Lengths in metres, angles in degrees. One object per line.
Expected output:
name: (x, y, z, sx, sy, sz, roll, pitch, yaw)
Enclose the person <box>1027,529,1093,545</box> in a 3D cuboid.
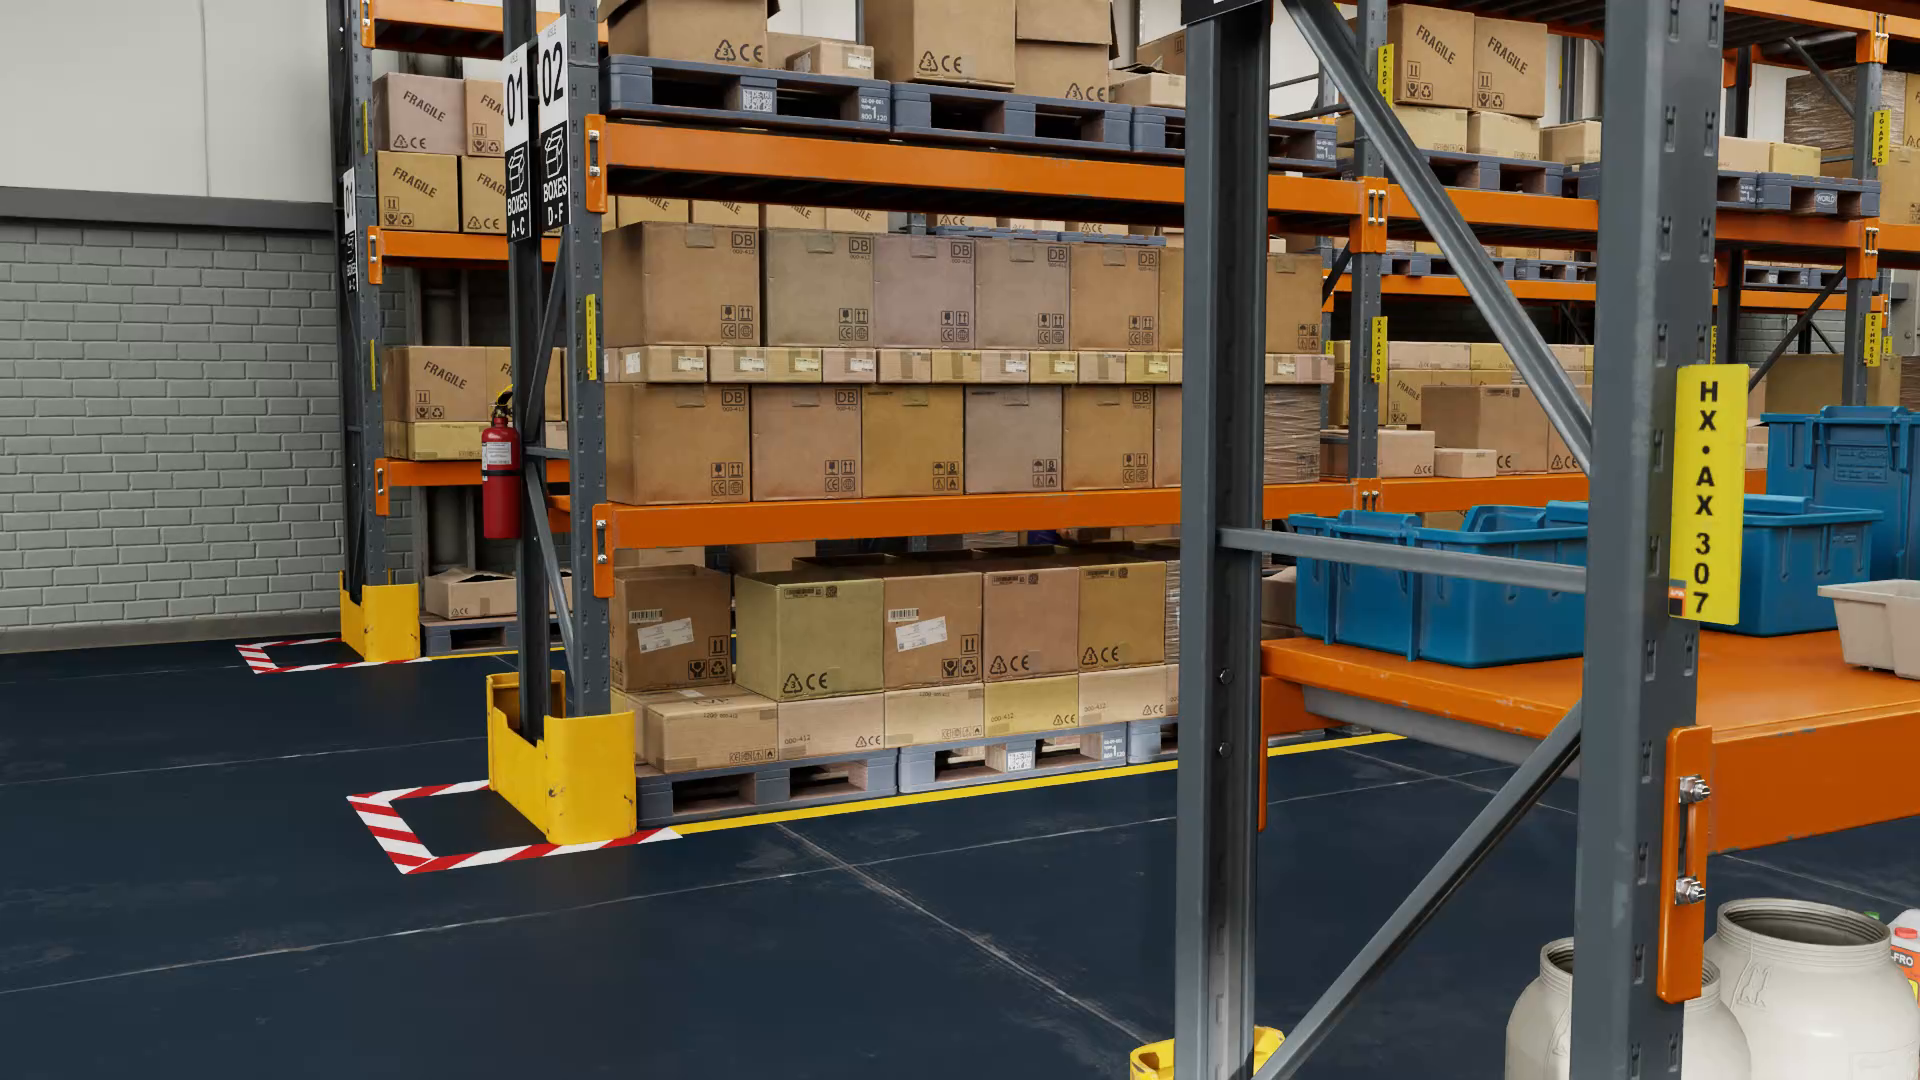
person: (0.693, 0.018, 10.540, 0.452, 1.620, 0.518, -3, 6, -28)
